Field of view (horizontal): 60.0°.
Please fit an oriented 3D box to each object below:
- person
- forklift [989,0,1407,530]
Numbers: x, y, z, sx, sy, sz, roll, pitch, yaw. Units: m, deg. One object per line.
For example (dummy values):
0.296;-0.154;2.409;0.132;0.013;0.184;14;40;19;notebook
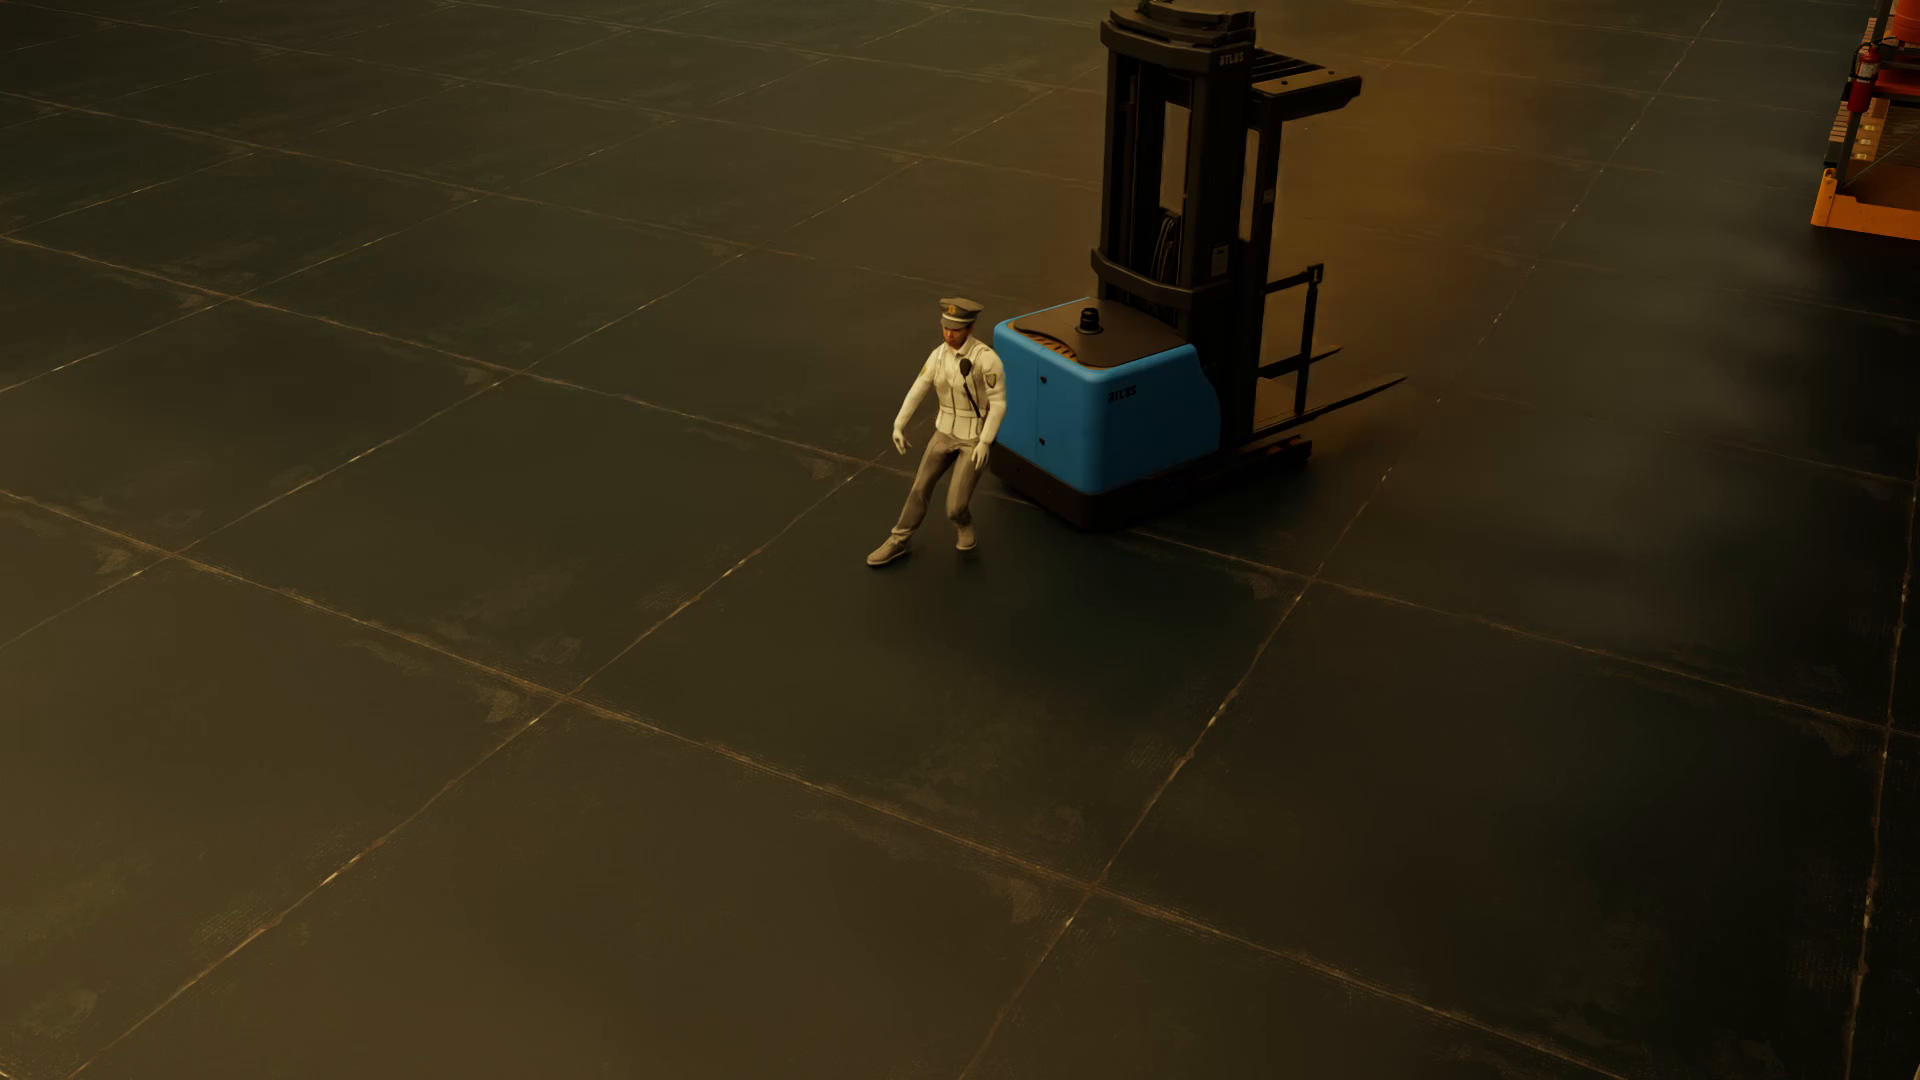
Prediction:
-0.120;-0.564;9.385;0.660;1.603;0.642;22;37;34;person
1.679;-1.903;10.369;3.031;2.935;1.130;-20;36;-31;forklift
